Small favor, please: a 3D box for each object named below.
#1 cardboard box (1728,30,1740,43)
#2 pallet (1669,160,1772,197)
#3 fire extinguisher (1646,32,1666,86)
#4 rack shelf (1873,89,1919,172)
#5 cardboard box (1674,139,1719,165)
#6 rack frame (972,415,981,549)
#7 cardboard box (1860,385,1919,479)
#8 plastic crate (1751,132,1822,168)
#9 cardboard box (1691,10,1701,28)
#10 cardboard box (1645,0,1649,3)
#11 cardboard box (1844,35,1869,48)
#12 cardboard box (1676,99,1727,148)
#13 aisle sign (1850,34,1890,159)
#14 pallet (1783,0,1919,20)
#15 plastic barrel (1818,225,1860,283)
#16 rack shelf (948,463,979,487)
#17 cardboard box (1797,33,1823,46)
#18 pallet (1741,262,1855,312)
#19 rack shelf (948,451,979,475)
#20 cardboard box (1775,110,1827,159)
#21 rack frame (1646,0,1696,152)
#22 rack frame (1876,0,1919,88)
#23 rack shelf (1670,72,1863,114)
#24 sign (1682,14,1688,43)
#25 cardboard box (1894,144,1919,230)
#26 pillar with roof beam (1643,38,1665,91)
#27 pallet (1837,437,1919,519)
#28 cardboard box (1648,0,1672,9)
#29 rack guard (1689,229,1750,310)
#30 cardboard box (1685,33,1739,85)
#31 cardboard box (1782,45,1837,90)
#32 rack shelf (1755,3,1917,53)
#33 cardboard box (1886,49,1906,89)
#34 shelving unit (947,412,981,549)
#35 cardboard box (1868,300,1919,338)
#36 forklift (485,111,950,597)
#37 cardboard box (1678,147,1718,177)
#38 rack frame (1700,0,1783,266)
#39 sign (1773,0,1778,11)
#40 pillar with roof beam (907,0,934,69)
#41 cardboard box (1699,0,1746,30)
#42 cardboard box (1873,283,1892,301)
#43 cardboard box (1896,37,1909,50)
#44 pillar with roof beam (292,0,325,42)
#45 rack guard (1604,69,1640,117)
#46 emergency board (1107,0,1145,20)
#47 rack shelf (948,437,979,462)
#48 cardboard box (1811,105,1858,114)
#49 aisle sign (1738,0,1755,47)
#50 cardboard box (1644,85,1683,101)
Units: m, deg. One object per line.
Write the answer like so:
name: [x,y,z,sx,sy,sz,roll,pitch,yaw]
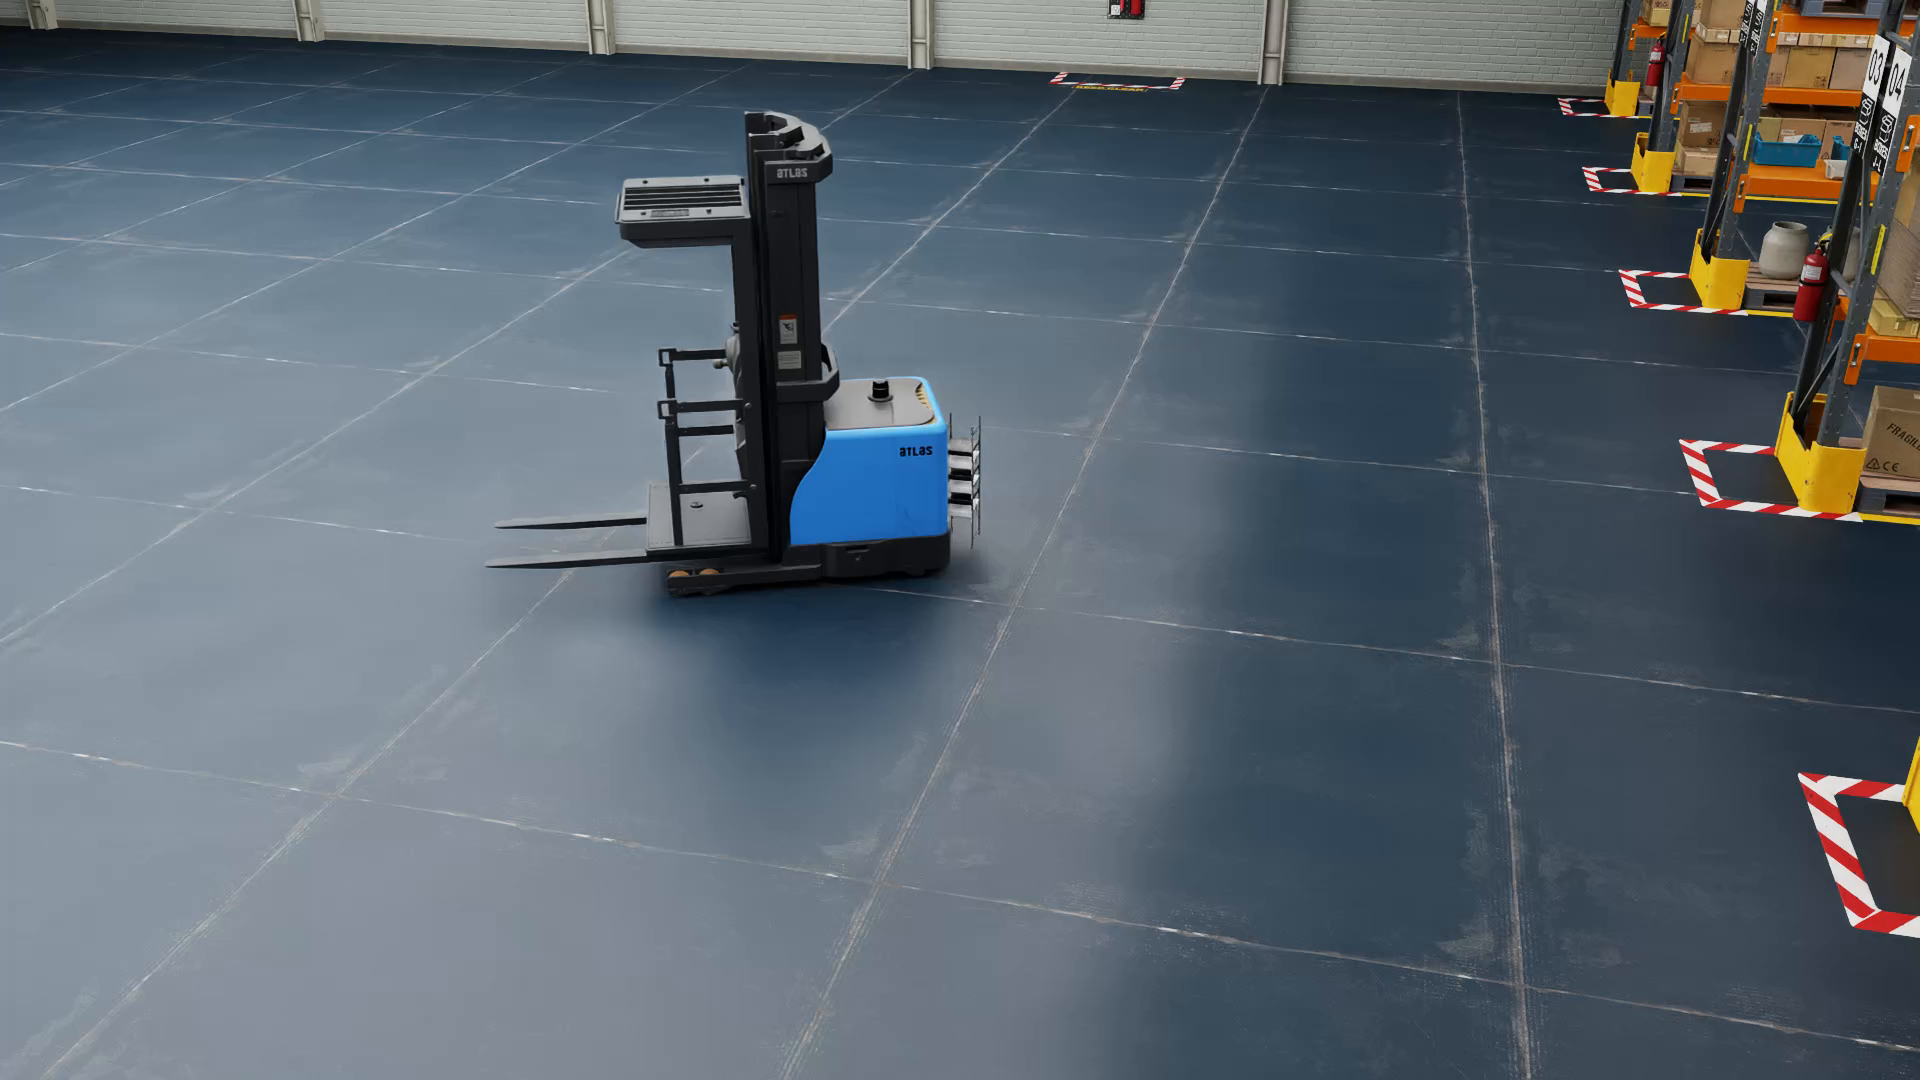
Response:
cardboard box: [9.407,-6.105,20.094,0.250,0.149,0.380,6,26,12]
pallet: [9.575,-4.602,21.053,1.213,0.211,1.003,6,26,13]
fire extinguisher: [8.825,-6.097,21.038,0.183,0.674,0.296,6,26,13]
rack shelf: [8.290,-2.617,10.987,4.000,0.370,1.077,6,26,13]
cardboard box: [9.417,-4.939,21.228,0.500,0.250,0.500,6,26,13]
rack frame: [0.111,-0.396,11.416,0.006,0.900,0.240,6,26,12]
cardboard box: [6.954,-0.789,12.219,0.500,0.500,0.500,11,28,23]
plastic crate: [8.146,-3.868,16.439,0.616,0.251,0.499,6,26,13]
cardboard box: [10.954,-7.696,24.458,0.500,0.250,0.500,5,26,11]
cardboard box: [10.564,-8.306,24.868,0.500,0.500,0.500,6,26,12]
cardboard box: [10.639,-5.967,19.805,0.250,0.149,0.380,7,26,13]
cardboard box: [9.418,-5.279,21.068,0.500,0.500,0.500,6,26,13]
aisle sign: [6.368,-3.107,11.645,0.004,0.787,0.394,6,26,13]
pallet: [8.364,-5.004,15.383,1.213,0.211,1.003,6,26,13]
plastic barrel: [8.729,-2.838,16.509,0.421,0.512,0.421,0,25,0]
rack shelf: [0.011,-0.457,11.413,0.200,0.077,0.258,6,26,12]
cardboard box: [10.151,-6.022,19.921,0.250,0.149,0.380,5,26,11]
pallet: [8.458,-2.527,16.694,1.213,0.211,1.003,6,26,13]
rack shelf: [0.011,-0.538,11.374,0.200,0.077,0.258,6,26,12]
cardboard box: [10.260,-4.962,20.401,0.500,0.500,0.500,6,26,13]
rack frame: [8.824,-5.926,20.589,0.127,3.000,1.000,6,26,13]
rack frame: [6.353,-4.511,10.638,0.127,3.000,1.000,6,26,13]
rack shelf: [10.761,-5.387,20.294,4.000,0.370,1.077,6,26,13]
sign: [8.680,-6.122,19.902,0.005,0.325,0.100,6,26,13]
cardboard box: [6.948,-2.477,11.719,0.500,0.500,0.500,6,26,13]
pillar with roof beam: [9.875,-9.190,20.466,0.400,9.000,9.100,6,26,13]
pallet: [7.205,-0.433,12.296,1.213,0.211,1.003,6,26,13]
cardboard box: [10.442,-8.092,24.418,0.500,0.500,0.500,6,26,13]
rack guard: [7.672,-2.747,16.820,0.348,0.500,1.175,6,26,13]
cardboard box: [9.273,-5.916,20.451,0.500,0.500,0.700,6,26,13]
cardboard box: [10.262,-5.806,20.221,0.500,0.500,0.700,6,26,13]
rack shelf: [9.524,-4.679,15.318,4.000,0.370,1.077,6,26,13]
cardboard box: [11.269,-5.697,19.991,0.500,0.500,0.700,7,26,14]
shelving unit: [0.011,-0.406,11.437,0.210,0.900,0.258,6,26,12]
cardboard box: [6.570,-1.559,11.709,0.250,0.149,0.380,6,26,13]
forklift: [-1.629,-1.196,10.734,3.031,2.935,1.130,-4,26,-8]
cardboard box: [9.288,-4.724,20.775,0.500,0.250,0.500,6,26,13]
rack frame: [7.587,-3.864,16.258,0.127,3.000,1.000,6,26,13]
sign: [7.446,-4.994,15.132,0.005,0.325,0.100,6,26,13]
pillar with roof beam: [-1.746,-10.475,23.165,0.400,9.000,9.100,6,26,13]
cardboard box: [9.324,-6.496,20.161,0.500,0.500,0.700,6,26,13]
cardboard box: [6.681,-1.744,12.098,0.250,0.149,0.380,6,26,13]
cardboard box: [11.152,-5.912,19.689,0.250,0.149,0.380,7,26,14]
pillar with roof beam: [-13.368,-11.760,25.863,0.400,9.000,9.100,6,26,13]
rack guard: [10.128,-6.852,25.442,0.348,0.500,1.175,6,26,13]
emergency board: [2.753,-9.196,27.459,0.643,1.169,0.194,6,26,13]
rack shelf: [0.011,-0.620,11.335,0.200,0.077,0.258,6,26,12]
cardboard box: [10.874,-5.124,20.743,0.500,0.500,0.500,6,26,13]
aisle sign: [7.591,-5.169,15.975,0.004,0.787,0.394,6,26,13]
cardboard box: [10.702,-6.862,25.171,0.500,0.311,0.500,3,26,7]
